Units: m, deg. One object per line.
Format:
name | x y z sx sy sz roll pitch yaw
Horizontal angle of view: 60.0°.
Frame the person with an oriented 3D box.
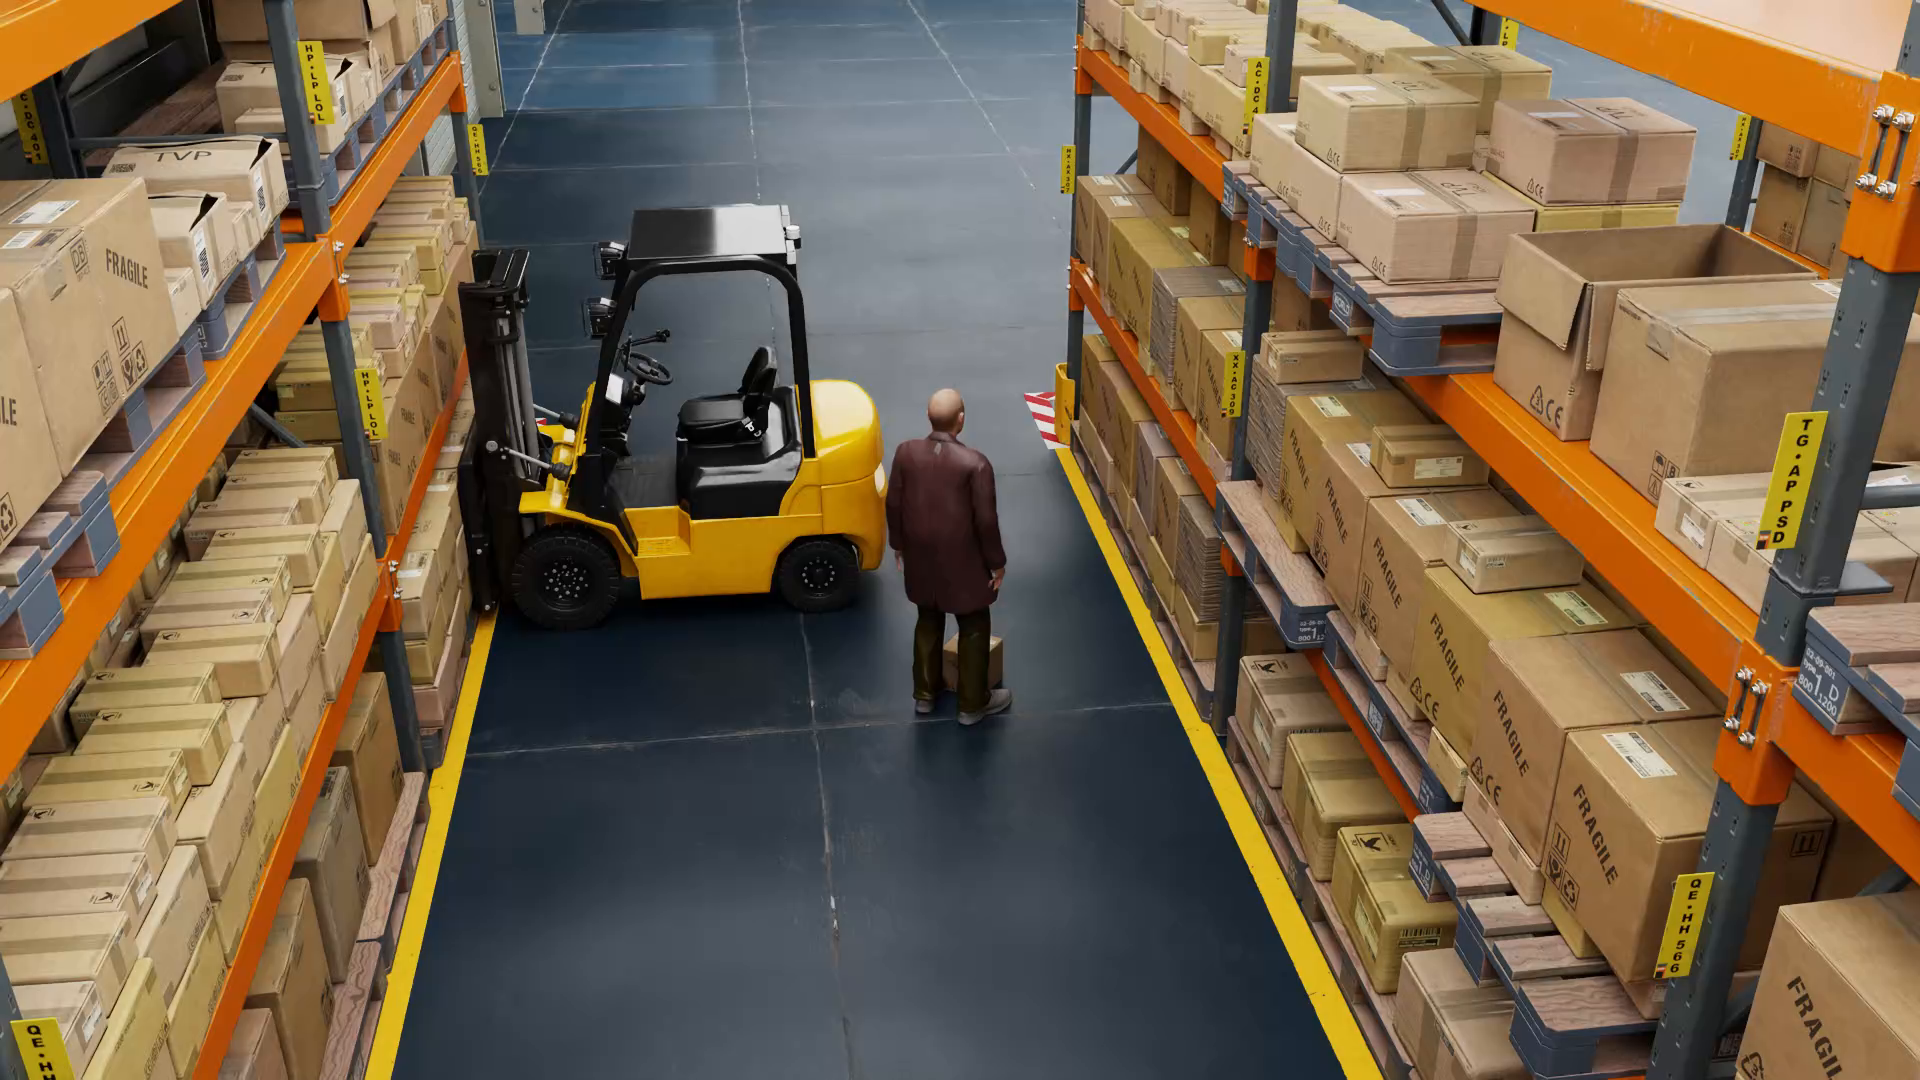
person | -0.053 0.085 8.465 0.644 1.774 0.420 14 30 26
